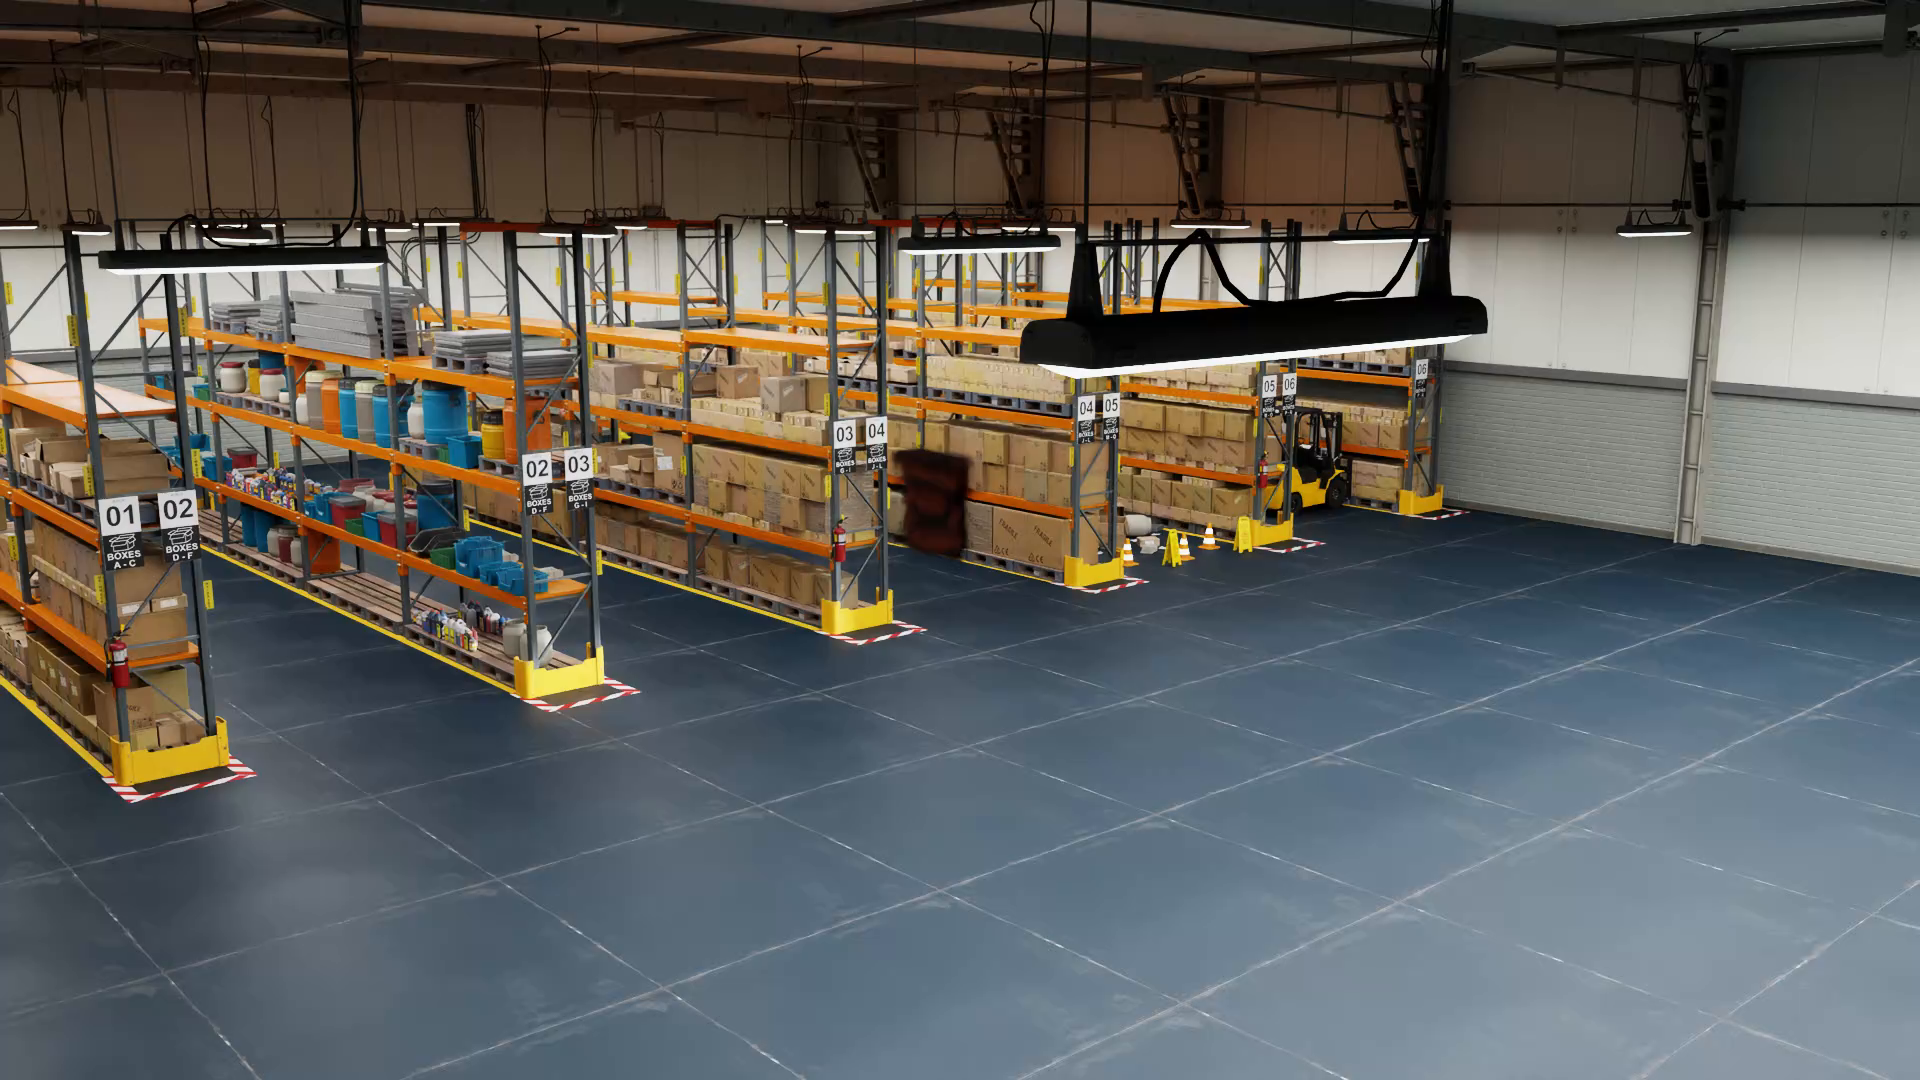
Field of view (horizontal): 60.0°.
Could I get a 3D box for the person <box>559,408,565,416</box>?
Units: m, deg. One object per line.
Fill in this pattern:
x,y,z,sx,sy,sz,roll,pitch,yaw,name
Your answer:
-10.246,-3.190,43.217,1.004,1.763,0.623,0,11,1,person

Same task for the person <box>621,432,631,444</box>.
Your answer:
-6.820,-1.331,34.020,0.517,1.788,0.617,-7,13,-30,person
